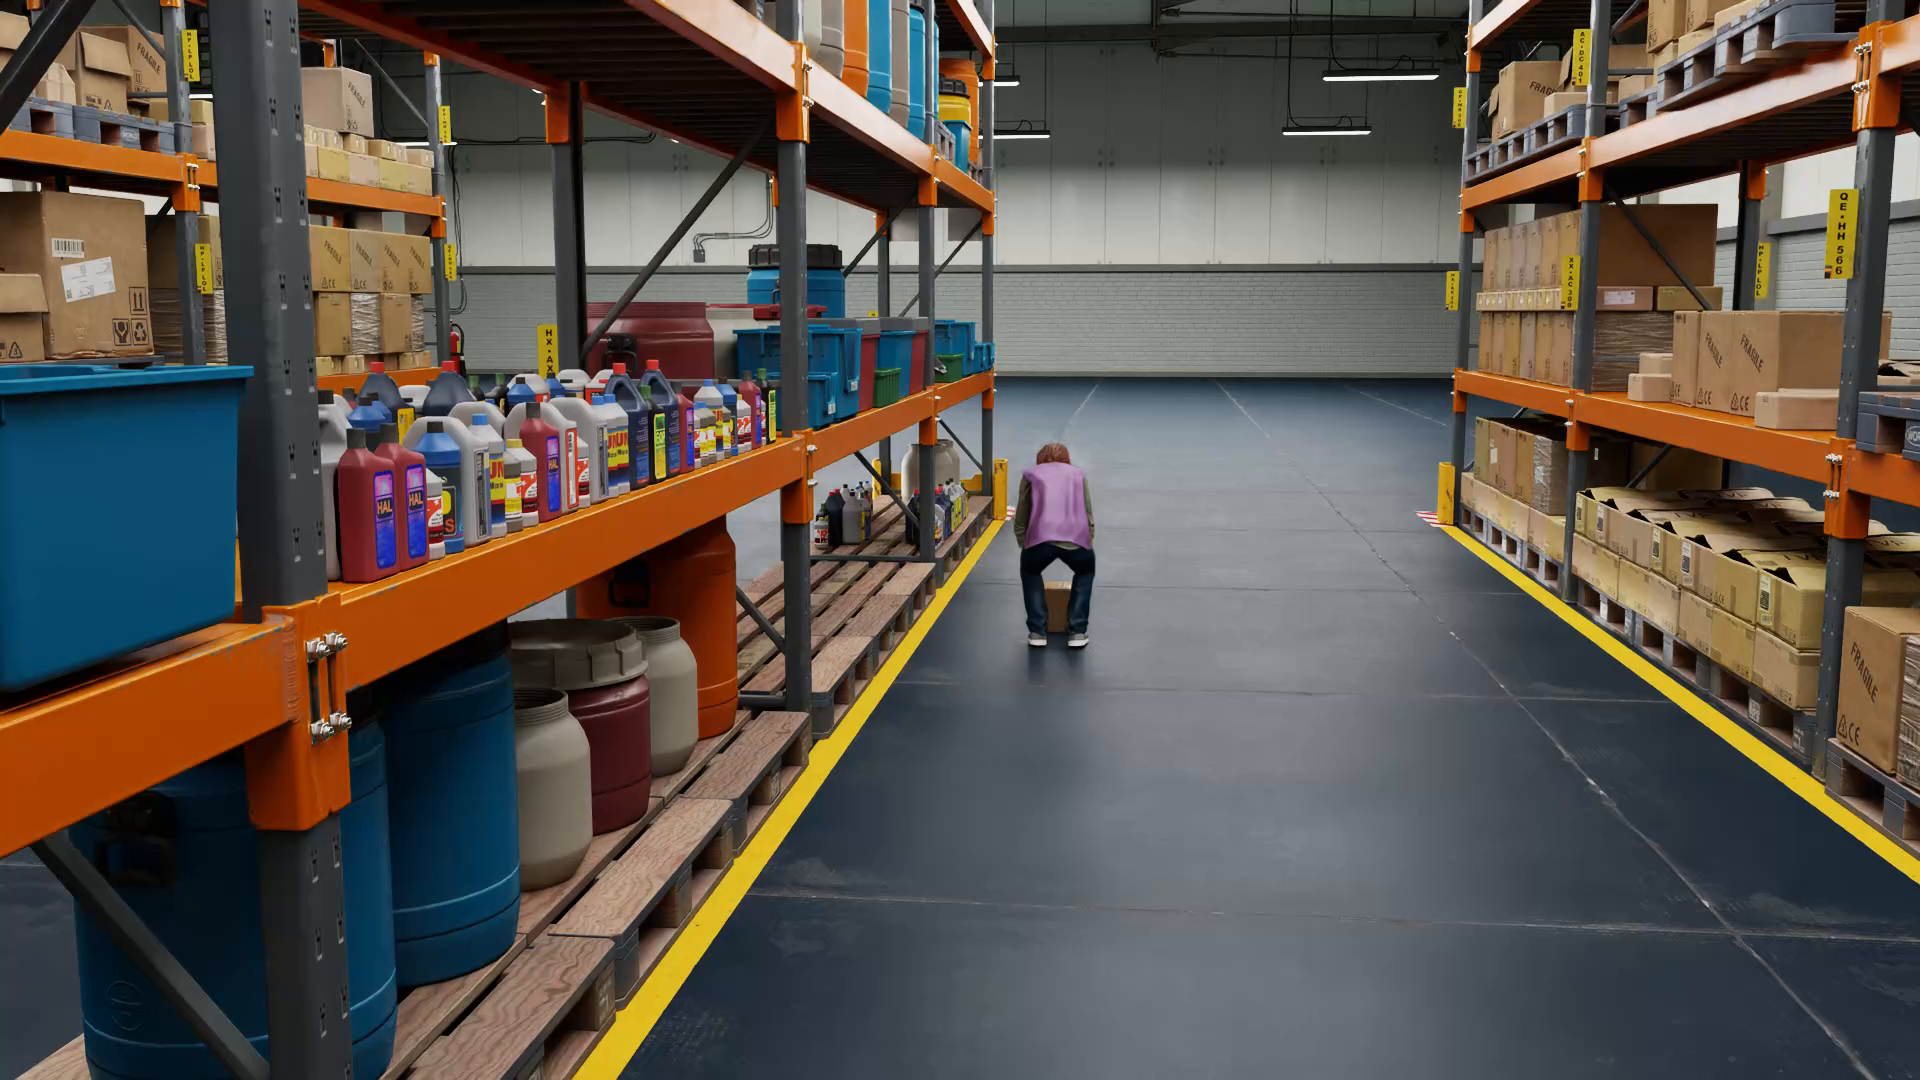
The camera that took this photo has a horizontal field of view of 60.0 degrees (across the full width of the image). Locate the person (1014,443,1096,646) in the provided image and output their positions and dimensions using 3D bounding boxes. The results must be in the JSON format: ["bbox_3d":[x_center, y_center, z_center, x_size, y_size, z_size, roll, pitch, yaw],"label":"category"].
[{"bbox_3d":[0.511,0.036,9.065,0.460,1.061,0.754,1,8,6],"label":"person"}]
